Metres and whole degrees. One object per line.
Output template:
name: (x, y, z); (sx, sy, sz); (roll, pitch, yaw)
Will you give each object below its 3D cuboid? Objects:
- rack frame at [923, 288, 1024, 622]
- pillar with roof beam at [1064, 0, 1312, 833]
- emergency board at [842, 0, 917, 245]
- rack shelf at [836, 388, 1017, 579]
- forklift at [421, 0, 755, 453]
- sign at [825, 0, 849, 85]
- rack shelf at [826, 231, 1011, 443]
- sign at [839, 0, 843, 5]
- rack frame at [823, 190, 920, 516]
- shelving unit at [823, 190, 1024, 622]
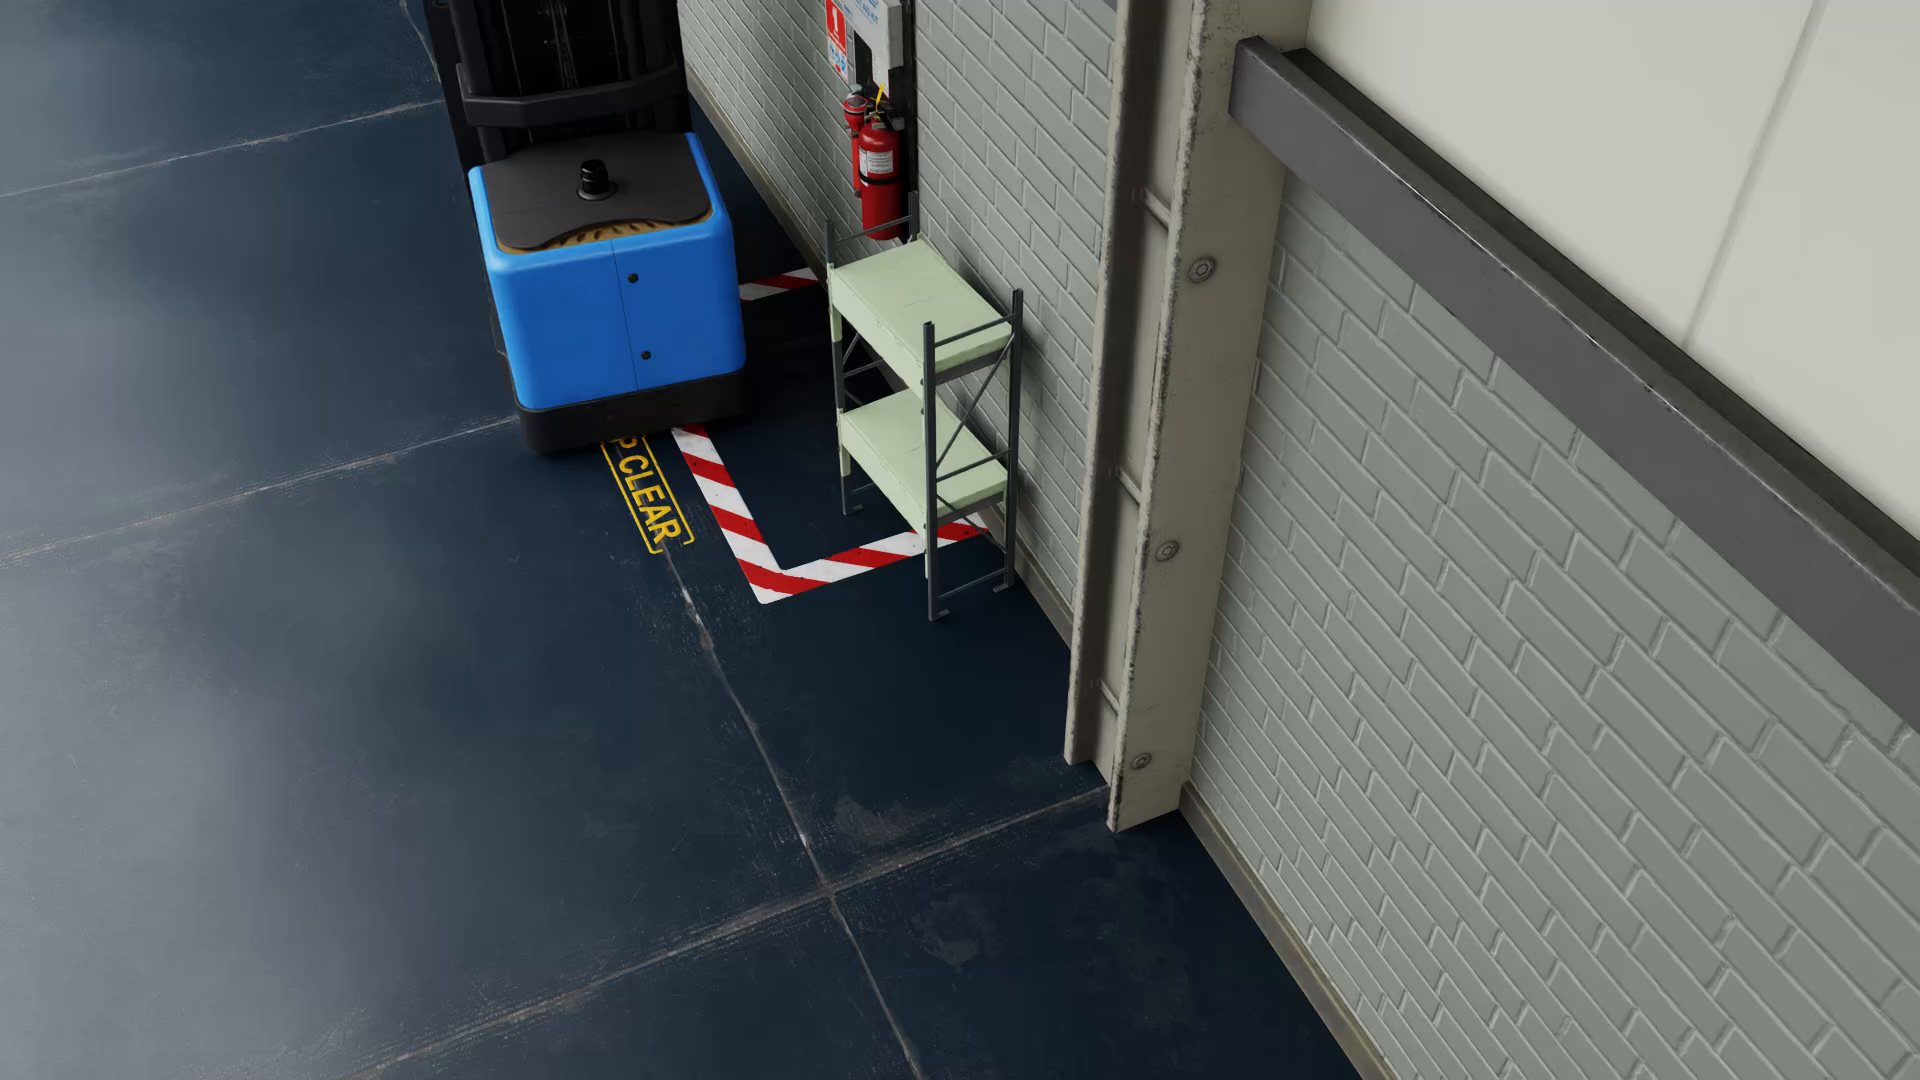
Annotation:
rack frame: (0.049, -0.280, 6.334); (0.400, 1.500, 0.023); (-23, 49, -22)
pillar with roof beam: (-3.293, -1.038, 1.764); (9.100, 9.000, 0.400); (-18, 47, -17)
emergency board: (-0.391, -1.760, 6.767); (0.194, 1.169, 0.643); (-18, 47, -17)
rack shelf: (-0.142, -0.267, 6.786); (0.431, 0.370, 0.720); (-23, 49, -22)
forklift: (-1.877, -2.486, 7.551); (1.130, 2.935, 3.031); (-13, 46, -12)
sign: (-0.530, -2.155, 7.142); (0.001, 0.329, 0.234); (-18, 47, -17)
rack shelf: (-0.142, -0.777, 6.283); (0.431, 0.370, 0.720); (-23, 49, -22)
sign: (-0.536, -2.338, 6.950); (0.001, 0.109, 0.331); (-18, 47, -17)
rack frame: (-0.332, -0.719, 6.779); (0.400, 1.500, 0.023); (-23, 49, -22)
shelving unit: (-0.142, -0.499, 6.557); (0.431, 1.500, 0.755); (-23, 49, -22)
